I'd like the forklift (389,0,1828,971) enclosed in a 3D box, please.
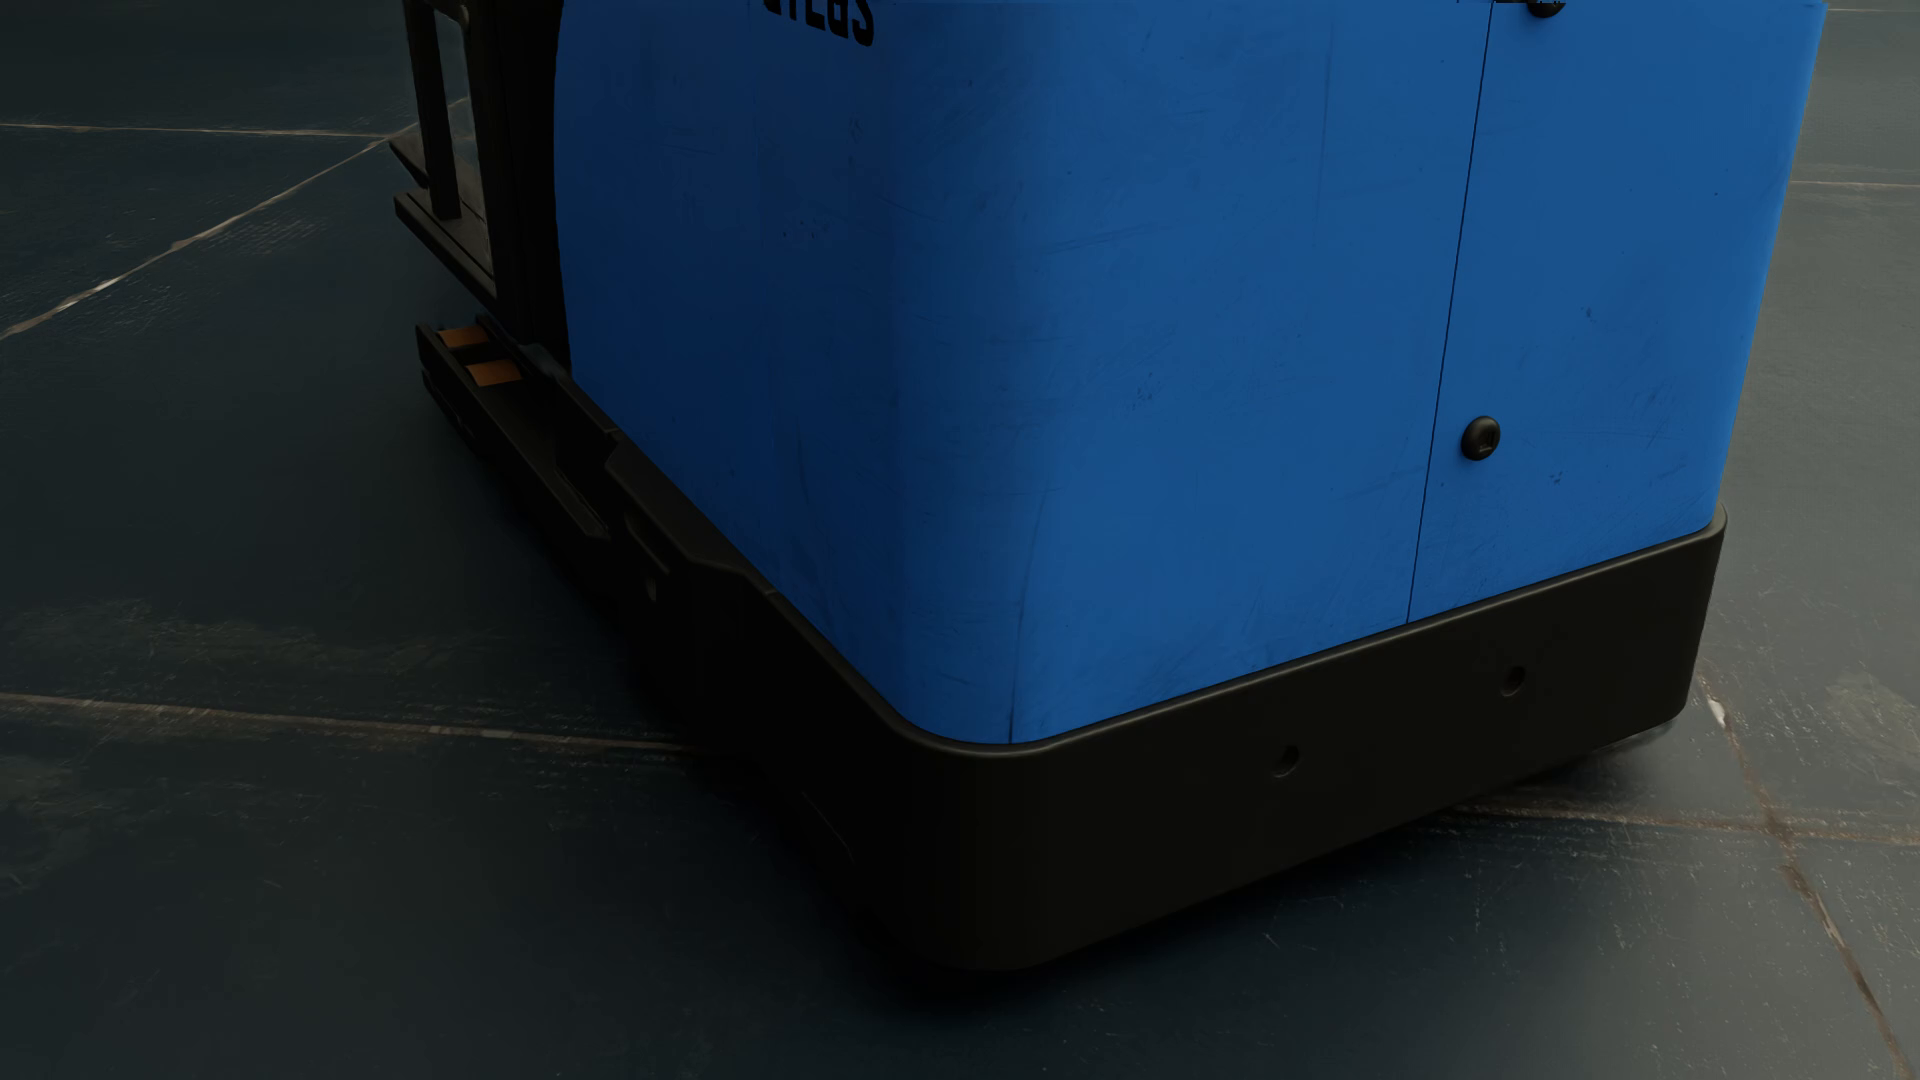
[{"bbox_3d":[-0.294,-1.534,2.292,1.130,2.935,3.031,-14,30,-26],"label":"forklift"}]
